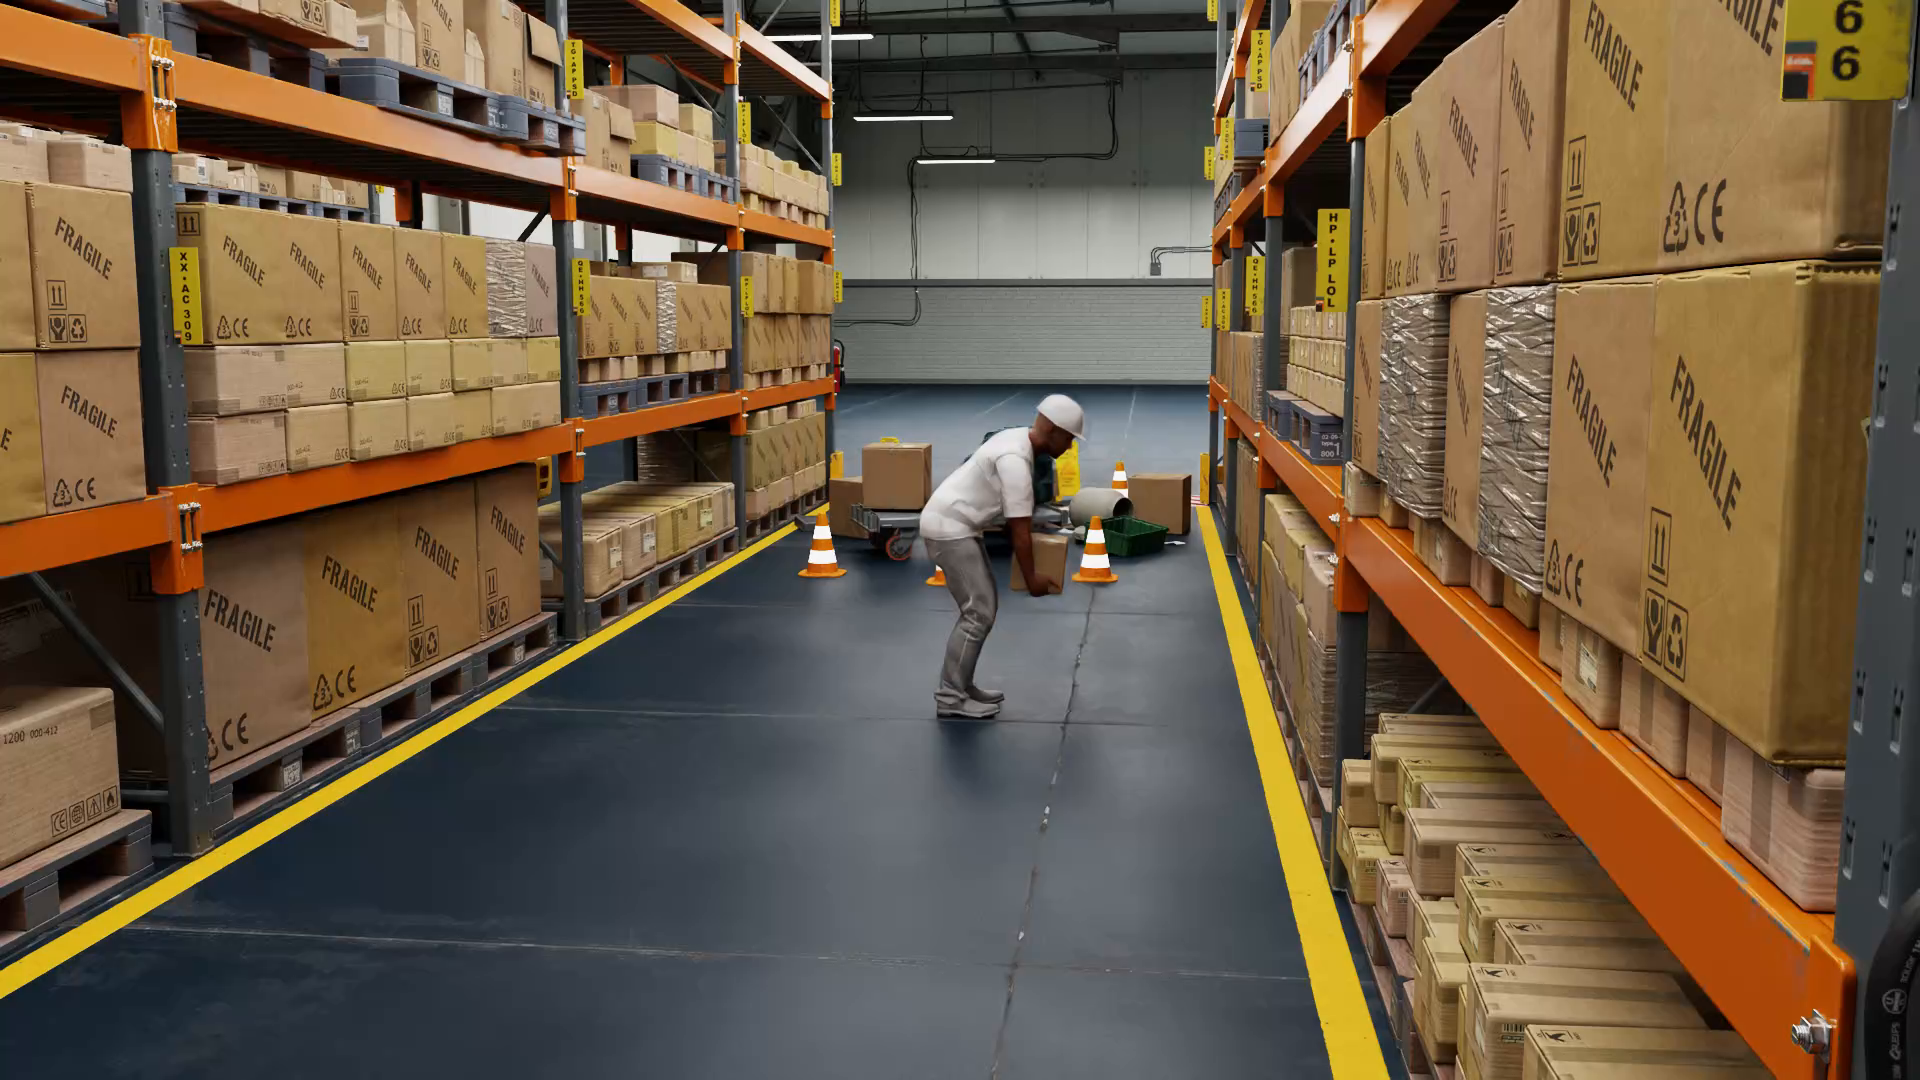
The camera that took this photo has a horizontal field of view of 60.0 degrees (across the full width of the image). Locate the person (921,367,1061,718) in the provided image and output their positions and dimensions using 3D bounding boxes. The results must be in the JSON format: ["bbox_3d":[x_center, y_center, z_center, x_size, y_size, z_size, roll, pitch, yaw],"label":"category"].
[{"bbox_3d":[0.149,0.003,8.046,0.671,1.668,0.492,1,8,5],"label":"person"}]
